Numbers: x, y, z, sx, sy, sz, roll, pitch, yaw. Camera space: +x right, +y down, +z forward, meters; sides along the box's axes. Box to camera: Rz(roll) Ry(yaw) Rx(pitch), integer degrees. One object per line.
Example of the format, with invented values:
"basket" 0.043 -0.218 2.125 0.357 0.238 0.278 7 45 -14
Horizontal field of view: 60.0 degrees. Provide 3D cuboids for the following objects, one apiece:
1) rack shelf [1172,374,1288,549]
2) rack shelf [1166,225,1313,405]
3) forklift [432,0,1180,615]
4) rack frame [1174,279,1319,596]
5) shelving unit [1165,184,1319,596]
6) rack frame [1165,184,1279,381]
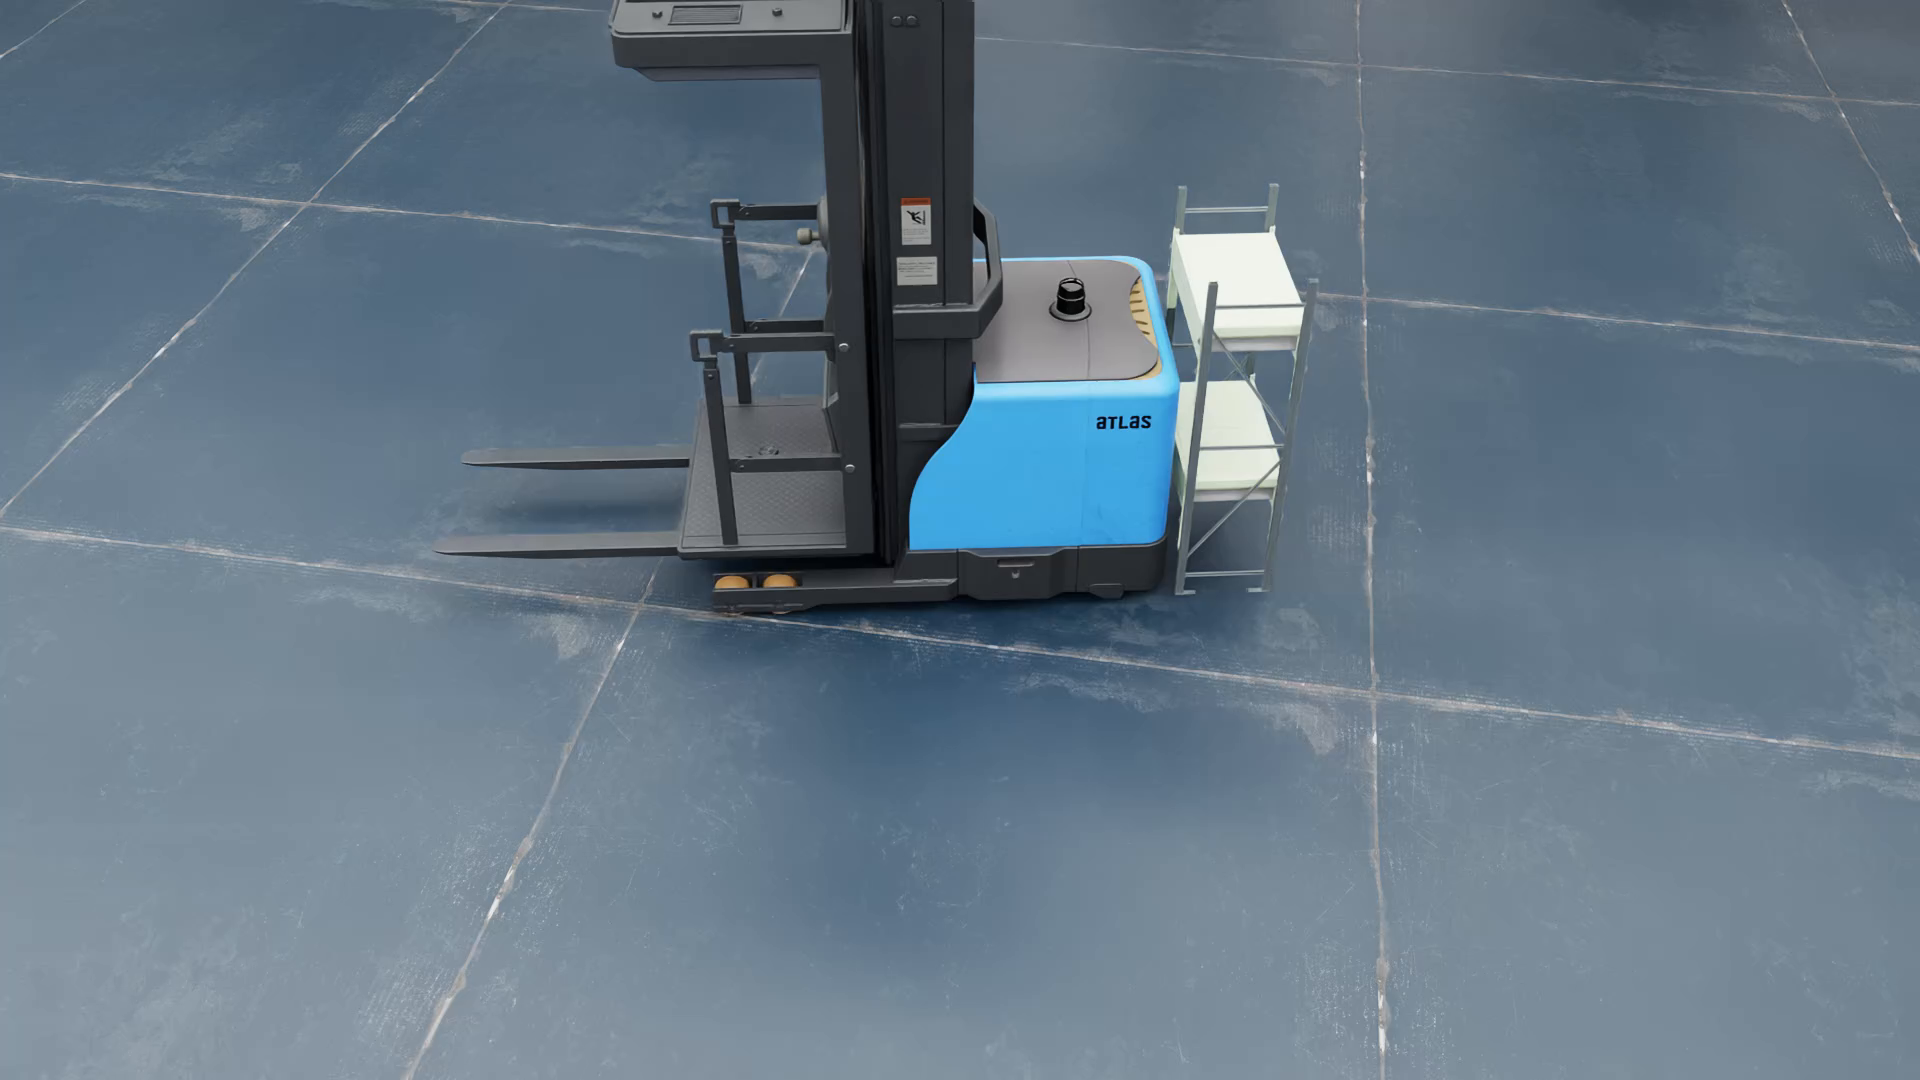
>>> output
"rack shelf" 1.082 -0.340 6.996 0.431 0.370 0.720 -2 40 -2
"rack shelf" 1.083 -0.892 6.539 0.431 0.370 0.720 -2 40 -2
"forklift" -0.676 -1.164 6.358 3.031 2.935 1.130 -1 40 -2
"rack frame" 1.100 -0.359 6.506 0.400 1.500 0.023 -2 40 -2
"shelving unit" 1.082 -0.592 6.788 0.431 1.500 0.755 -2 40 -2
"rack frame" 1.064 -0.825 7.070 0.400 1.500 0.023 -2 40 -2
